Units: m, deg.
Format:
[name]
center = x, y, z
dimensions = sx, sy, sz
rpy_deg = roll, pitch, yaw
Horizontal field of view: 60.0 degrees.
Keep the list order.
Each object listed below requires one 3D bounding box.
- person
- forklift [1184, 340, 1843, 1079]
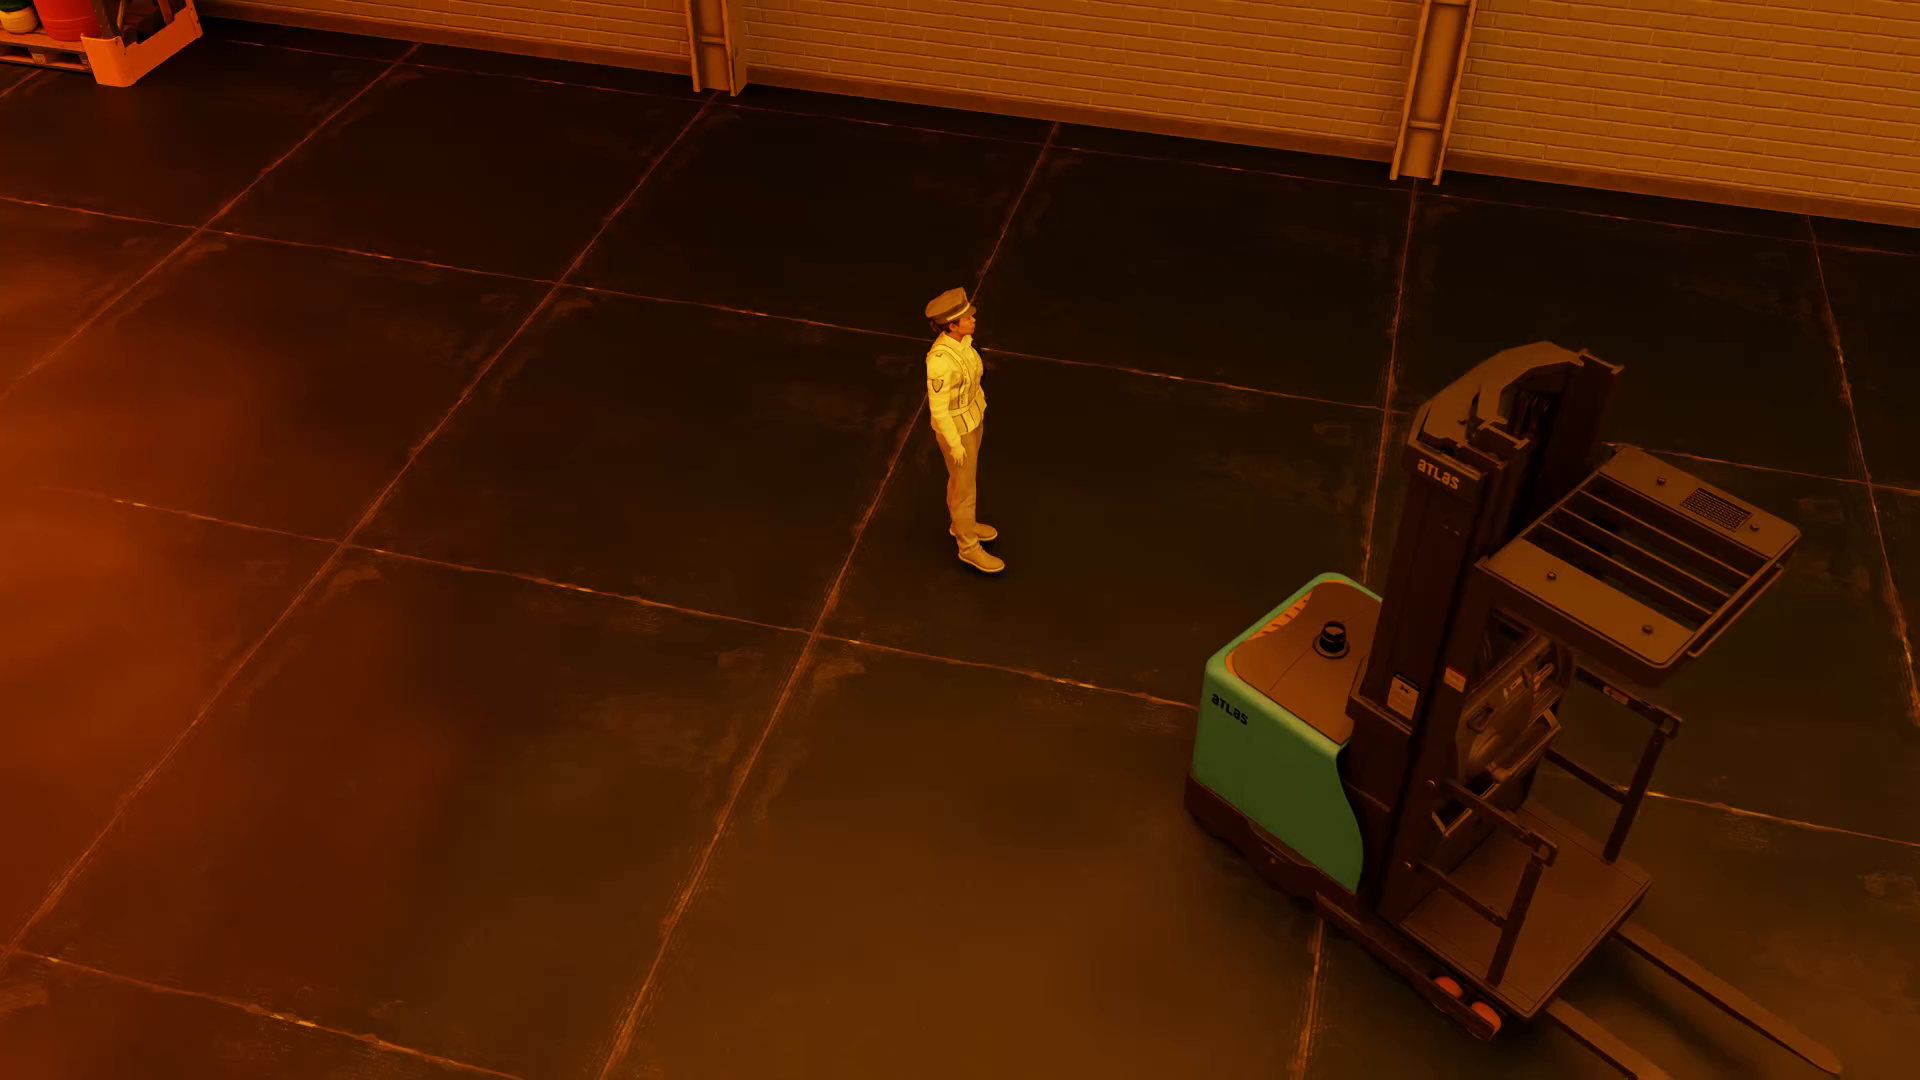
[person]
center = 0.063, -0.658, 9.478
dimensions = 0.534, 1.696, 0.587
rpy_deg = 10, 42, 11
[forklift]
center = 2.520, 0.762, 6.992
dimensions = 1.130, 2.935, 3.031
rpy_deg = -32, 50, -31
